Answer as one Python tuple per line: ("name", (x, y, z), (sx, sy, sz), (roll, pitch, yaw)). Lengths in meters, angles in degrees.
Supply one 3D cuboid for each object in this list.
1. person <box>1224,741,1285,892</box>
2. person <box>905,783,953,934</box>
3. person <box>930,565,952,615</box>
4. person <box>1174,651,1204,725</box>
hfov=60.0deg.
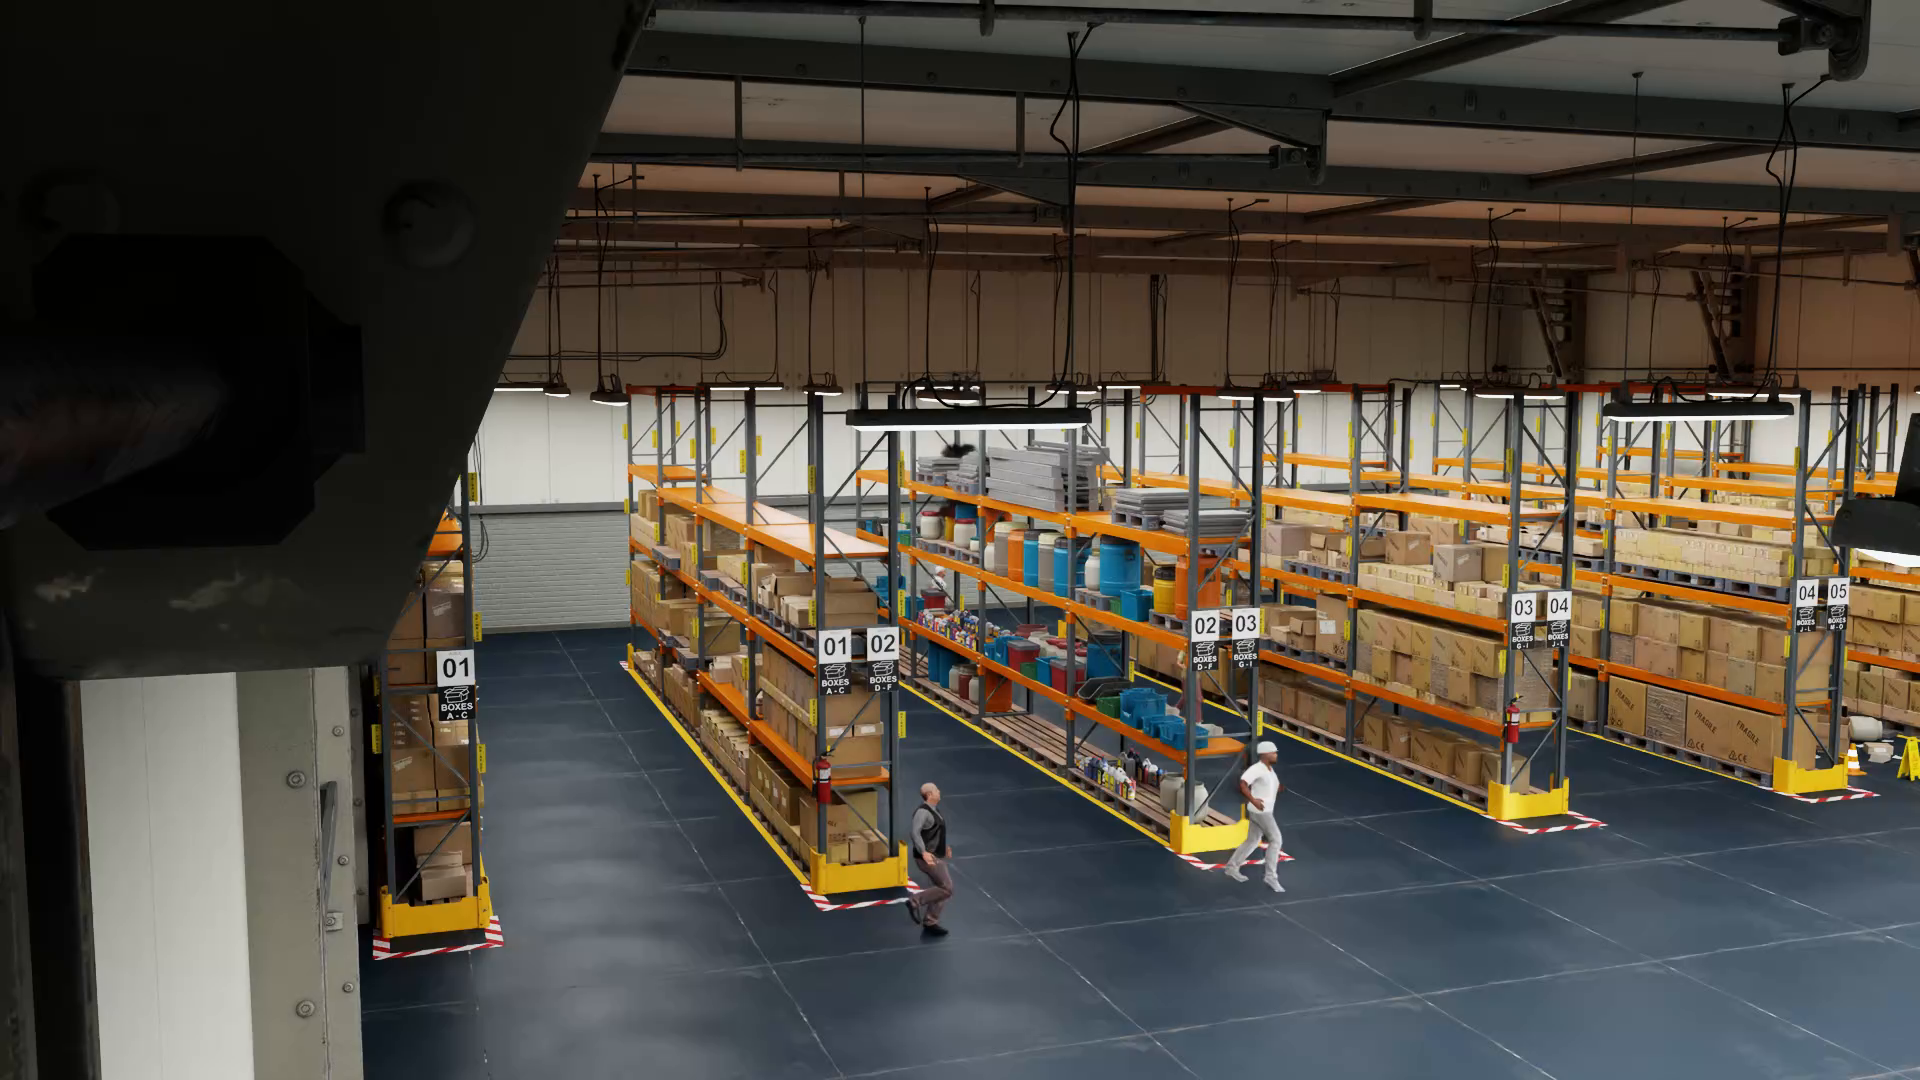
("person", (3.655, 3.368, 20.495), (0.752, 1.771, 0.750), (1, 6, 13))
("person", (-0.321, 3.574, 18.809), (0.537, 1.653, 0.682), (1, 6, 8))
("person", (-0.488, 1.455, 38.910), (0.671, 1.743, 0.677), (-1, 6, -6))
("person", (4.071, 2.466, 29.379), (0.593, 1.696, 0.856), (-3, 6, -24))
